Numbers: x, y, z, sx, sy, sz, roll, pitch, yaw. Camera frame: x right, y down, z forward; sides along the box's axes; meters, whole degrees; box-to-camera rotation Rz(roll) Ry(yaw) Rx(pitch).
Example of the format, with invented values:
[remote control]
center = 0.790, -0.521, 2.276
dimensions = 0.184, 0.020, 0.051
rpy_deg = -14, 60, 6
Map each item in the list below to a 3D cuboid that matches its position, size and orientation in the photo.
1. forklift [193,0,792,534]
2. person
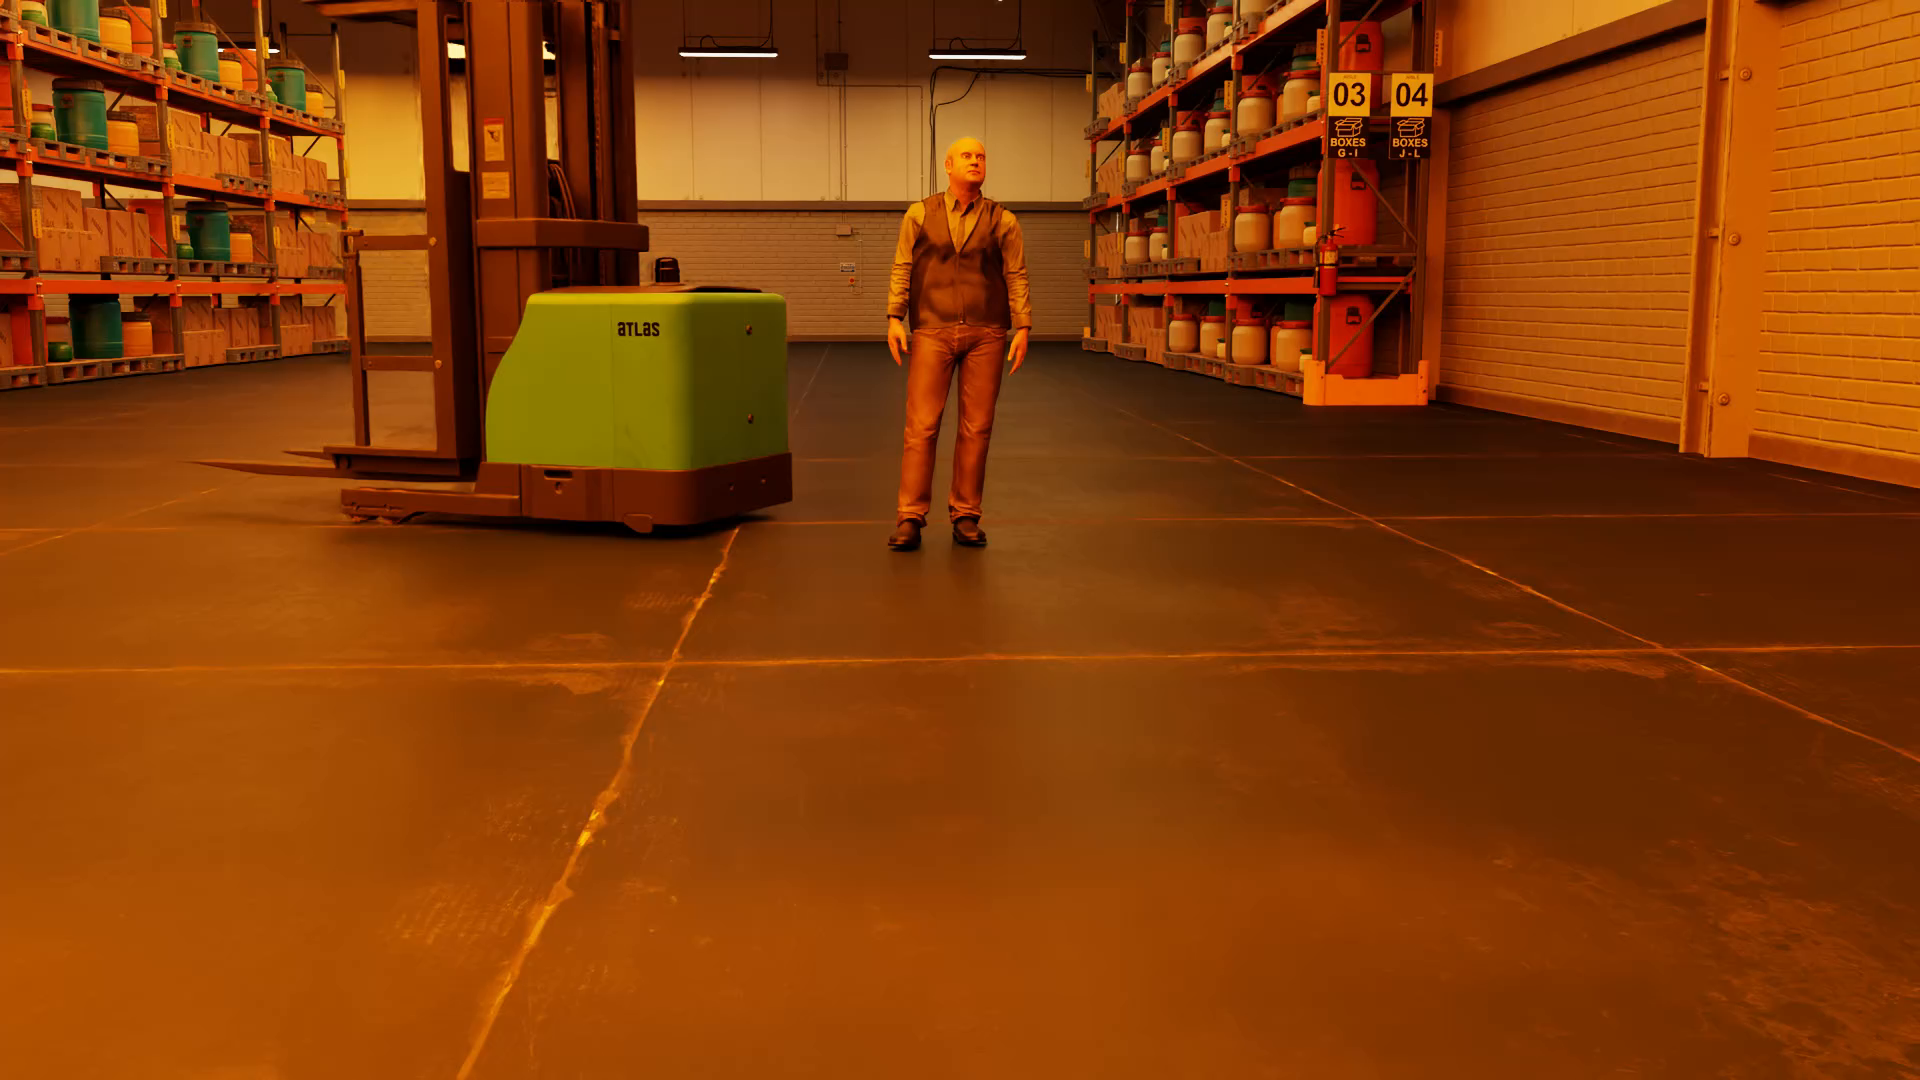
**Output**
[forklift]
center = -2.387, -1.591, 8.046
dimensions = 3.031, 2.935, 1.130
rpy_deg = 3, 9, 22
[person]
center = -0.003, -0.849, 7.120
dimensions = 0.633, 1.722, 0.566
rpy_deg = -1, 8, -4
